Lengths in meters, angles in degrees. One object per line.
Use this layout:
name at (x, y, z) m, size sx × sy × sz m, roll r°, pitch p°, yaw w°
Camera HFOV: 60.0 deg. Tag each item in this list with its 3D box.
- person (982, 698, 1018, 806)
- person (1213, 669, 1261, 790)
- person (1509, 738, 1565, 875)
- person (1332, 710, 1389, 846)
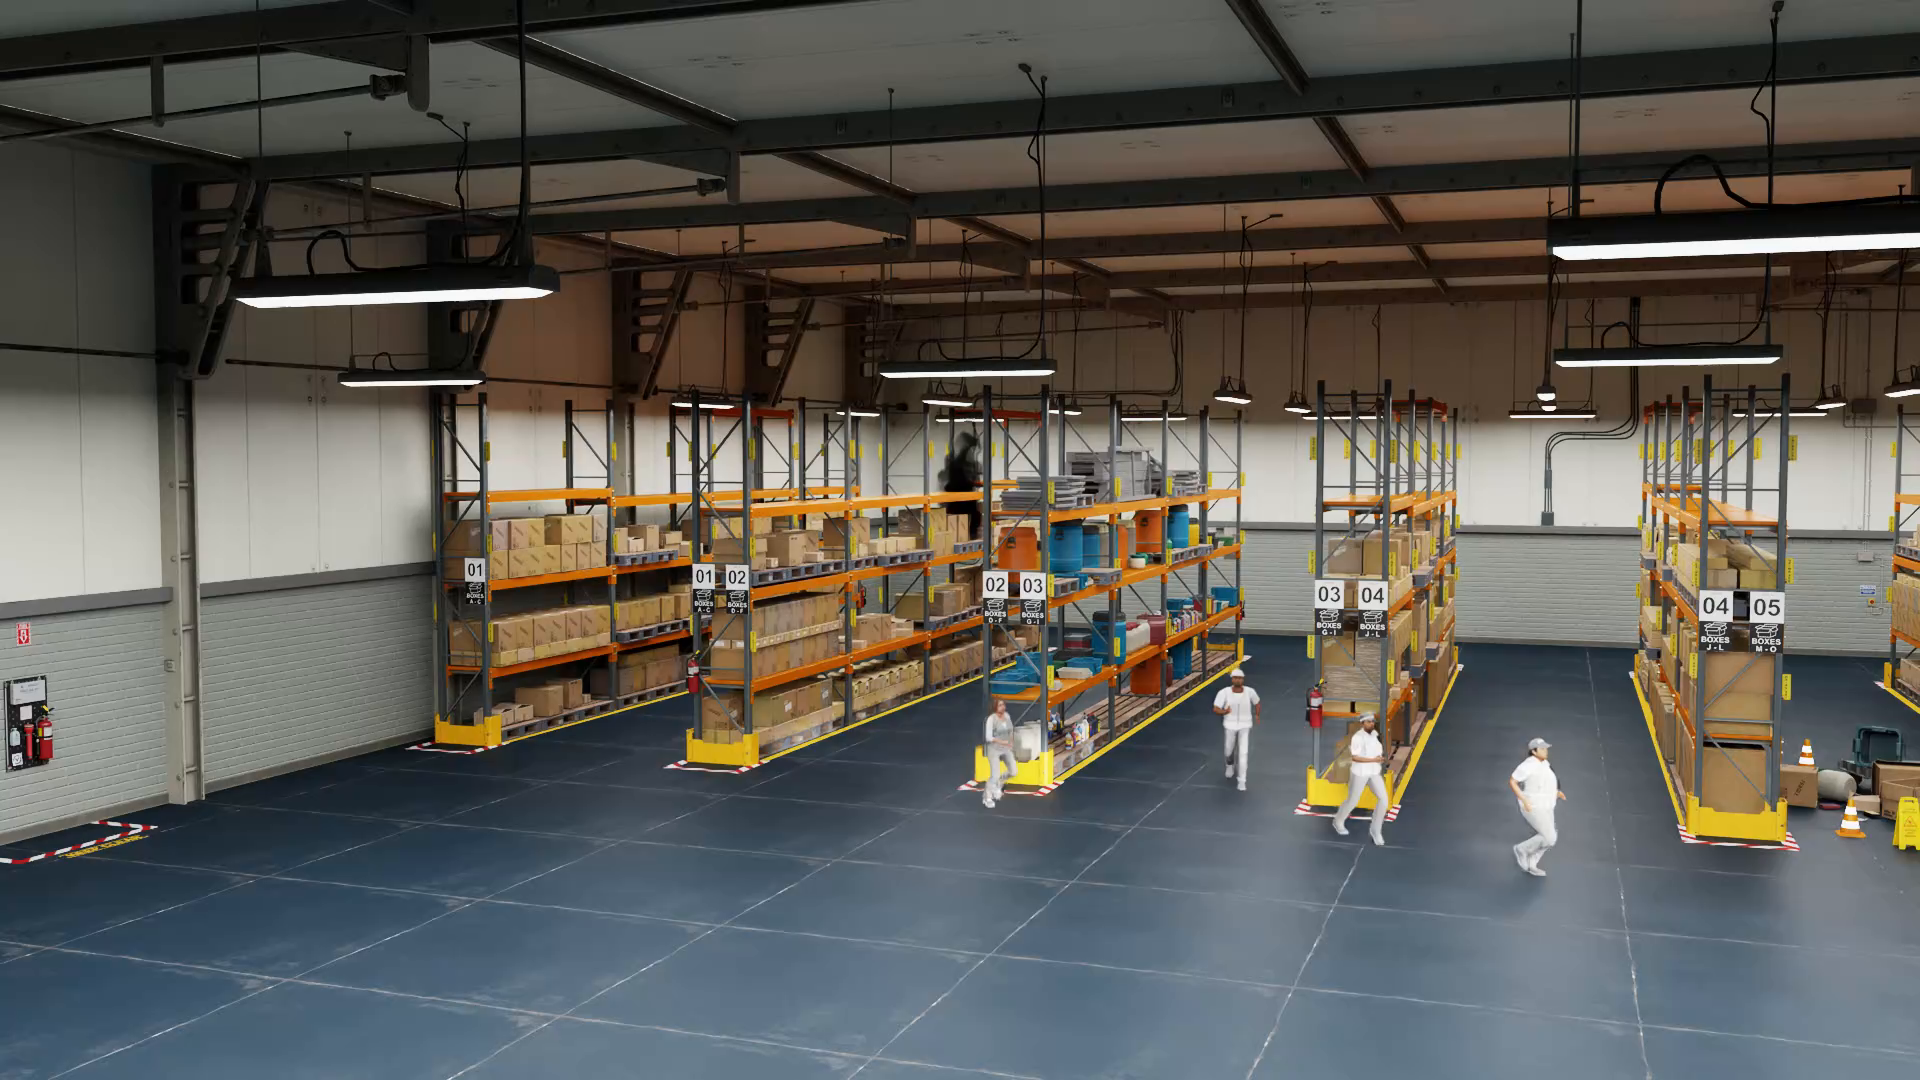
person at (0.584, 2.979, 23.301) m, size 0.568 × 1.556 × 0.696 m, roll -2°, pitch 4°, yaw -33°
person at (4.128, 2.788, 24.759) m, size 0.712 × 1.744 × 0.938 m, roll 0°, pitch 3°, yaw 8°
person at (6.839, 3.147, 19.558) m, size 0.599 × 1.625 × 0.535 m, roll -3°, pitch 4°, yaw -42°
person at (5.192, 3.028, 21.323) m, size 0.584 × 1.736 × 0.882 m, roll -1°, pitch 3°, yaw -26°
